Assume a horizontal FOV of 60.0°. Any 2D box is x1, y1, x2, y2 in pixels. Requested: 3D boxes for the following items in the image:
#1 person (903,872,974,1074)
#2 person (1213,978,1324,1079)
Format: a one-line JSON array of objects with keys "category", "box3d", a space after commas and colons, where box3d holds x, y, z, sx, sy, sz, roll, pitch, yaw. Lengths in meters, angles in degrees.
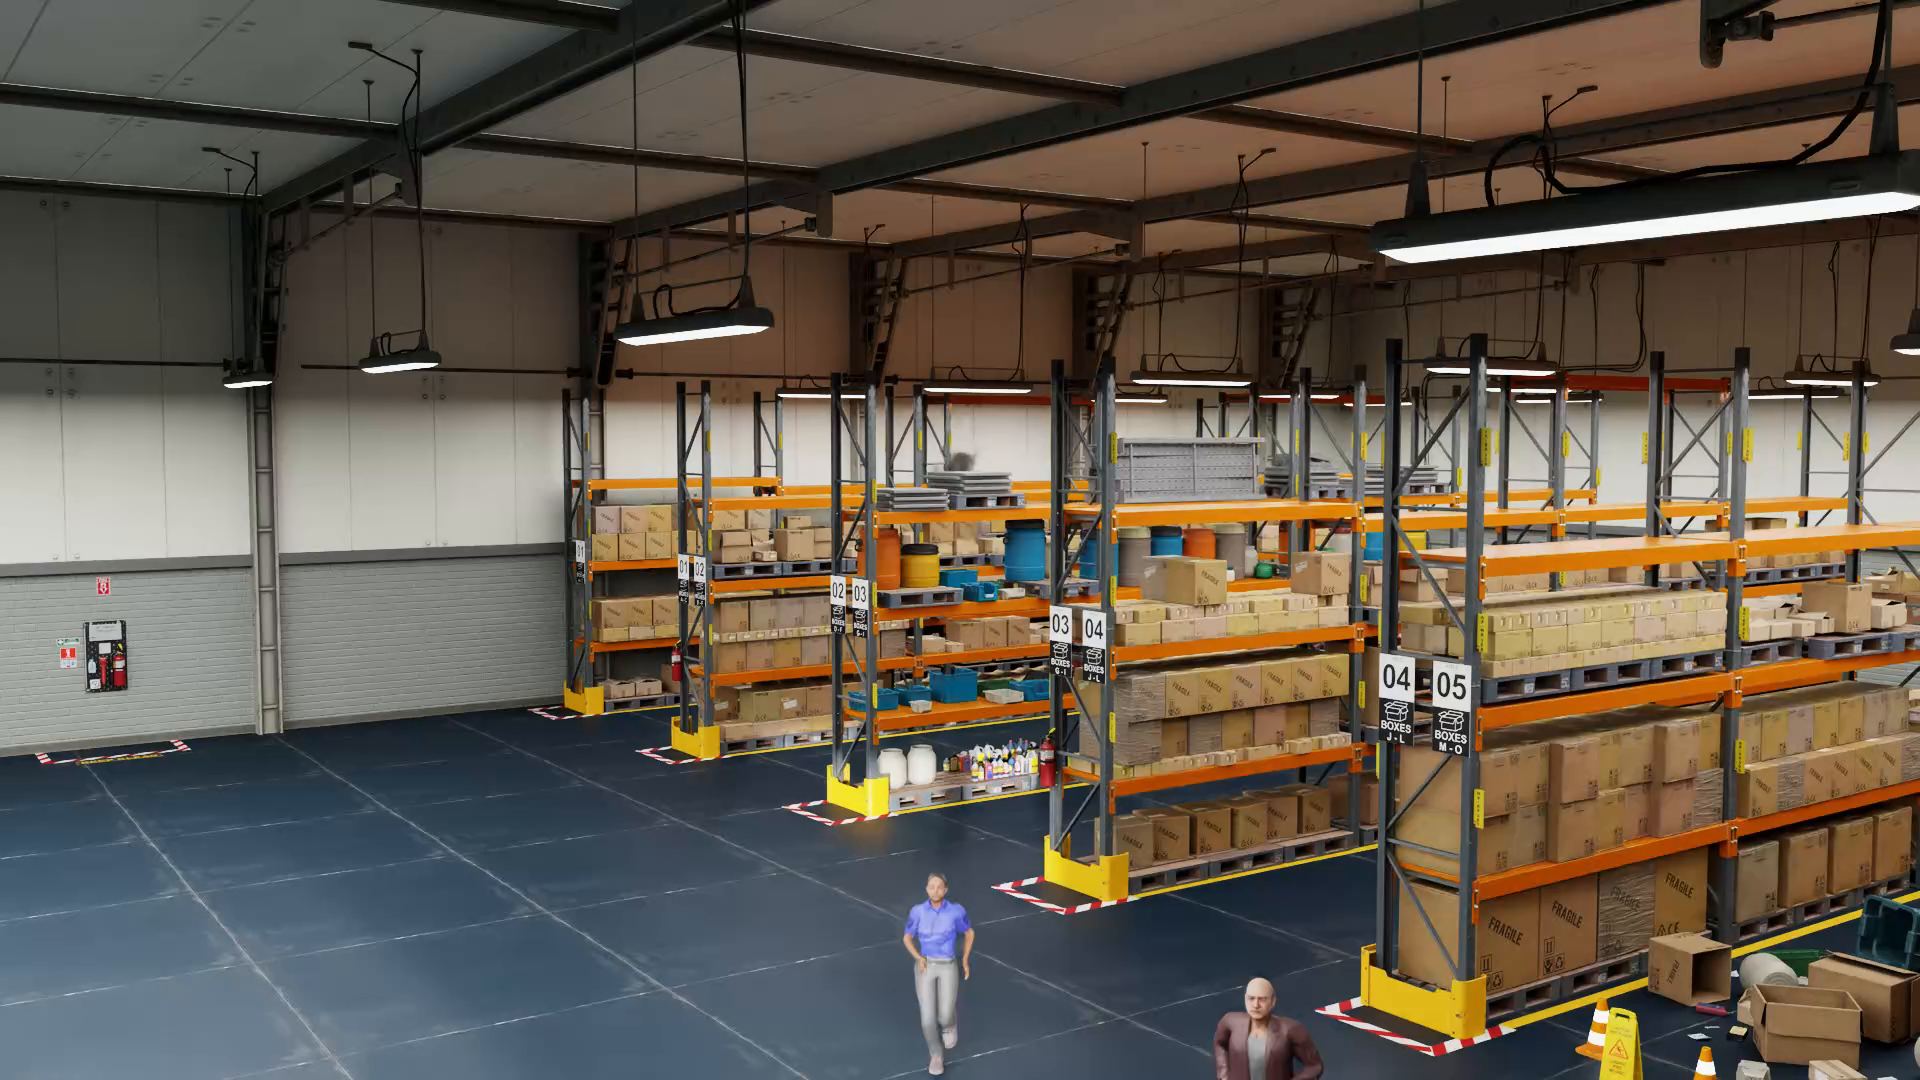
[{"category": "person", "box3d": [-0.179, 3.550, 13.498, 0.575, 1.519, 0.560, 0, 4, 4]}, {"category": "person", "box3d": [1.899, 3.576, 10.324, 0.701, 1.777, 1.021, 1, 4, 15]}]
